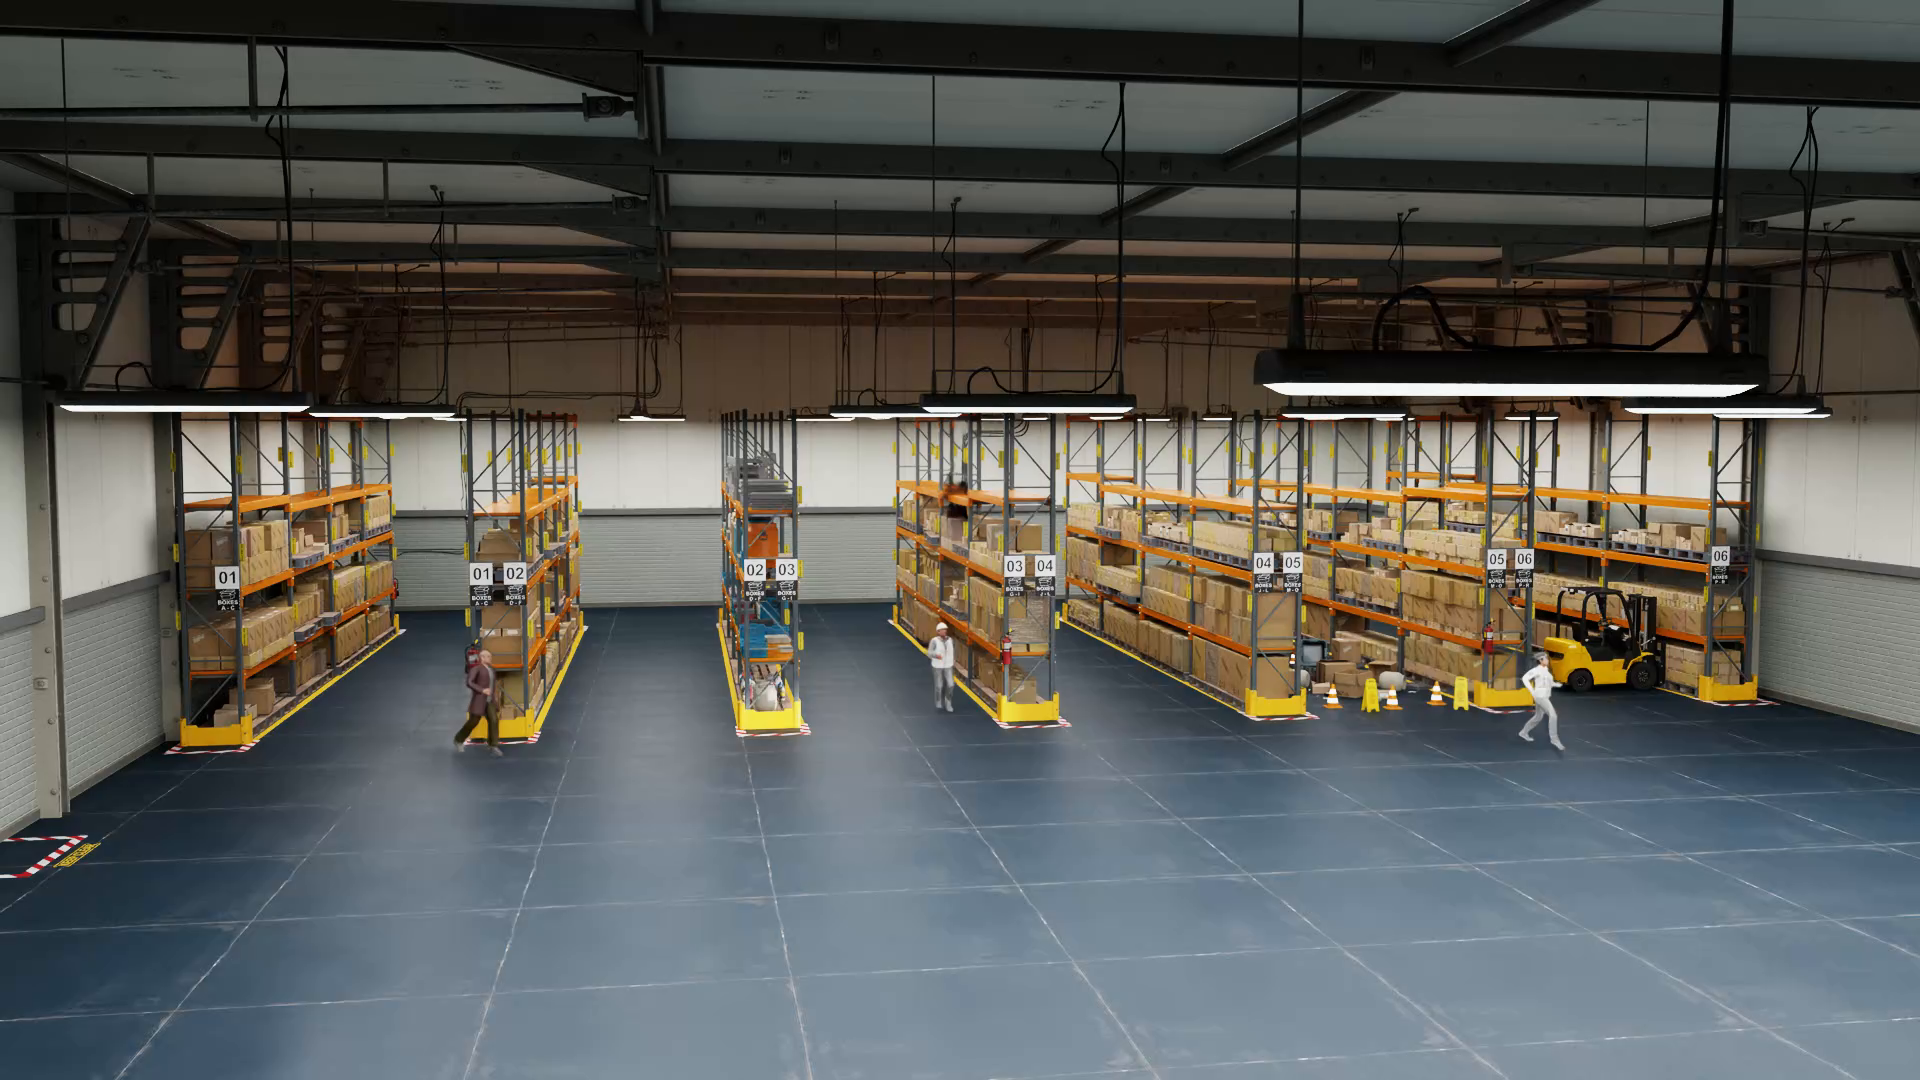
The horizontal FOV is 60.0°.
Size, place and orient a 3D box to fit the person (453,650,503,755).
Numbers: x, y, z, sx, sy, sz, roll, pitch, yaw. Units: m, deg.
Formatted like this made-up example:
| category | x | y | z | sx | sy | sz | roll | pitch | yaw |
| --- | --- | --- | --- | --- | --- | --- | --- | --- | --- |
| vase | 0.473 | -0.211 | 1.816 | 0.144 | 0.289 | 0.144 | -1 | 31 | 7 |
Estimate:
| category | x | y | z | sx | sy | sz | roll | pitch | yaw |
| --- | --- | --- | --- | --- | --- | --- | --- | --- | --- |
| person | -8.271 | 2.815 | 28.951 | 1.013 | 1.775 | 0.763 | 2 | 4 | 27 |

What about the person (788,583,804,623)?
| category | x | y | z | sx | sy | sz | roll | pitch | yaw |
| --- | --- | --- | --- | --- | --- | --- | --- | --- | --- |
| person | -4.895 | 1.582 | 47.918 | 0.733 | 1.666 | 0.614 | 2 | 5 | 29 |

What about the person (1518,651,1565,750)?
| category | x | y | z | sx | sy | sz | roll | pitch | yaw |
| --- | --- | --- | --- | --- | --- | --- | --- | --- | --- |
| person | 10.340 | 2.822 | 29.522 | 0.864 | 1.711 | 0.620 | 3 | 5 | 34 |

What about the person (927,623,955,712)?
| category | x | y | z | sx | sy | sz | roll | pitch | yaw |
| --- | --- | --- | --- | --- | --- | --- | --- | --- | --- |
| person | -0.348 | 2.540 | 33.114 | 0.647 | 1.798 | 0.734 | -1 | 4 | -14 |
